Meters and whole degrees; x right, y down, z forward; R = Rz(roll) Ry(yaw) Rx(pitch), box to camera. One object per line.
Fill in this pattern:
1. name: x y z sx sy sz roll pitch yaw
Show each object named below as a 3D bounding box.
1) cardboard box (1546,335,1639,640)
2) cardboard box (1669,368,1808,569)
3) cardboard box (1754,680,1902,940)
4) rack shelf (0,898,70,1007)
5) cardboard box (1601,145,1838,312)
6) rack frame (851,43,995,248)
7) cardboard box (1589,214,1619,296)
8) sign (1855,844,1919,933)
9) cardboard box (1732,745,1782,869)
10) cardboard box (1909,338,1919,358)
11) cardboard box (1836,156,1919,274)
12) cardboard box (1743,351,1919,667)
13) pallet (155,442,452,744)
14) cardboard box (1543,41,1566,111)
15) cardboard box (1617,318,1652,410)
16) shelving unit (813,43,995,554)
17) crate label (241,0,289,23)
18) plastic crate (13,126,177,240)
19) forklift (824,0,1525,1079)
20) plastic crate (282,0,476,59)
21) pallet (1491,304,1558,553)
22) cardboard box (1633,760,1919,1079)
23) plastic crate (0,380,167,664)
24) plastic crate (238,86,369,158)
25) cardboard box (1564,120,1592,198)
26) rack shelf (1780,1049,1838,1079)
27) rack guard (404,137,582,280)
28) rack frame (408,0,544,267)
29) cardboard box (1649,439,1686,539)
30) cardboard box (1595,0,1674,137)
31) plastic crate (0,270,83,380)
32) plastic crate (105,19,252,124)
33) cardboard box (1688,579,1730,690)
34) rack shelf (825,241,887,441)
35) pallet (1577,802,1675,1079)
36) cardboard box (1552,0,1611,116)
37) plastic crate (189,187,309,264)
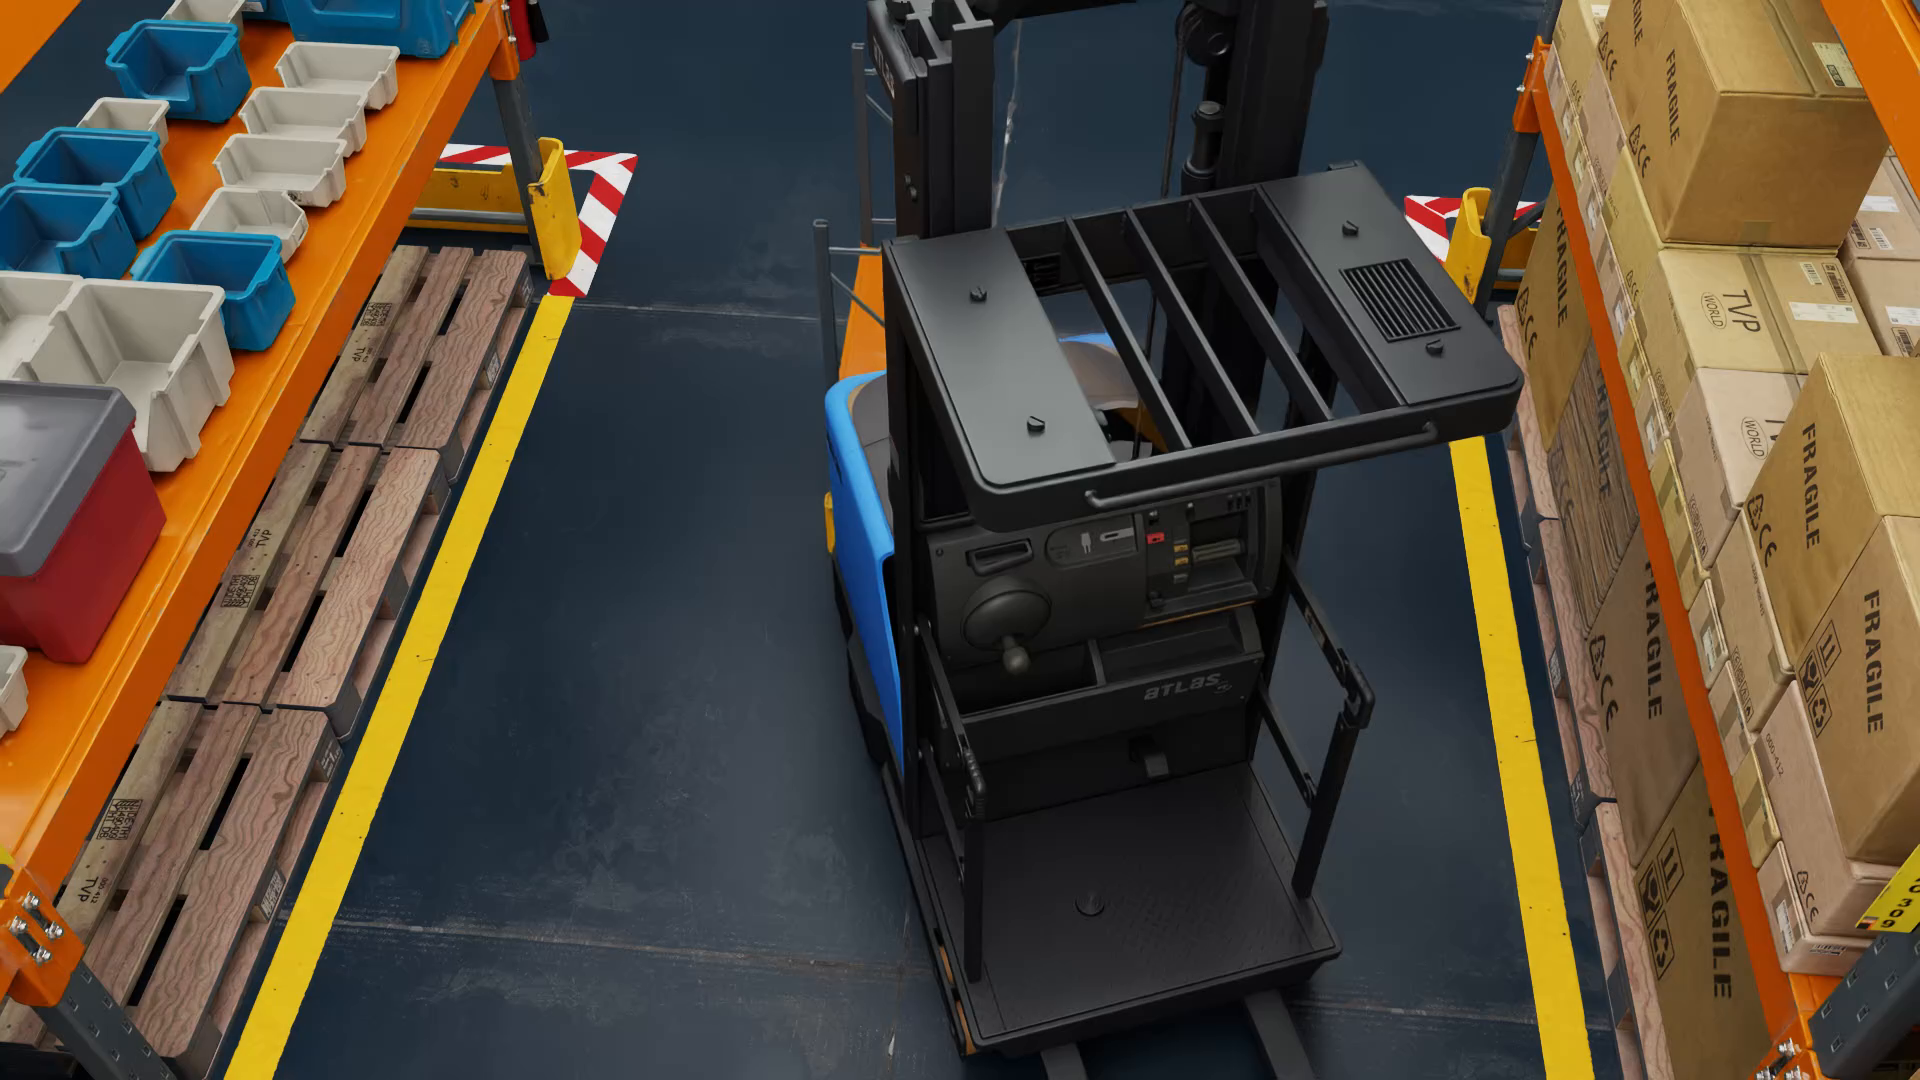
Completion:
1. cardboard box: 2.590 -0.242 5.594 0.875 0.875 0.875 4 48 4
2. cardboard box: 2.157 -0.169 4.272 0.500 0.250 0.500 5 48 4
3. cardboard box: 2.066 0.586 3.581 0.500 0.250 0.500 3 48 3
4. rack shelf: -2.828 2.357 2.549 1.077 0.370 4.000 4 48 4
5. cardboard box: 2.249 -0.925 4.963 0.500 0.250 0.500 2 48 2
6. rack frame: -0.127 -1.204 6.335 0.500 1.500 0.032 3 48 3
7. cardboard box: 2.199 -0.883 5.195 0.380 0.149 0.250 3 48 3
8. sign: 1.734 0.623 3.007 0.100 0.325 0.005 4 48 4
9. cardboard box: 2.012 0.627 3.814 0.380 0.149 0.250 5 48 4
10. cardboard box: 2.681 -0.404 3.978 0.500 0.500 0.500 3 48 2
11. cardboard box: 2.779 -0.891 4.932 0.500 0.250 0.500 2 48 2
12. cardboard box: 2.113 -0.049 3.654 0.500 0.500 0.500 4 48 4
13. pallet: -2.508 0.144 5.975 1.003 0.211 1.213 4 48 4
14. cardboard box: 2.291 -1.638 5.886 0.380 0.149 0.250 4 48 4
15. cardboard box: 2.152 -0.508 4.852 0.380 0.149 0.250 3 48 3
16. shelving unit: -0.163 -0.837 5.999 0.587 1.500 1.083 3 48 3
17. crate label: -2.631 -2.099 6.210 0.416 0.233 0.303 4 48 4
18. plastic crate: -2.751 -1.131 5.325 0.416 0.233 0.300 4 48 4
19. forklift: 0.440 0.182 4.097 1.130 2.935 3.031 -12 49 -10
20. plastic crate: -2.125 -2.068 6.044 0.616 0.435 0.499 4 48 4
21. pallet: 2.657 -0.427 6.498 1.003 0.211 1.213 4 48 4
22. cardboard box: 2.427 1.074 4.391 0.875 0.875 0.875 4 48 4
23. plastic crate: -2.314 -0.036 4.166 0.402 0.464 0.583 4 48 4
24. plastic crate: -2.216 -1.402 5.638 0.396 0.136 0.243 4 48 4
25. cardboard box: 2.246 -1.261 5.541 0.380 0.149 0.250 3 48 3
26. rack shelf: 2.105 2.690 2.244 1.077 0.370 4.000 4 48 4
27. rack guard: -2.291 -1.469 7.255 1.175 0.500 0.348 4 48 4
28. rack frame: -2.281 -2.295 6.316 1.000 3.000 0.127 4 48 4
29. cardboard box: 2.105 -0.128 4.504 0.380 0.149 0.250 3 48 3
30. cardboard box: 2.293 -1.562 5.038 0.500 0.500 0.500 3 48 3
31. plastic crate: -2.786 -0.586 4.891 0.293 0.136 0.466 4 48 4
32. plastic crate: -2.691 -1.615 5.767 0.416 0.233 0.300 4 48 4
33. cardboard box: 2.059 0.250 4.159 0.380 0.149 0.250 5 48 4
34. rack shelf: -0.164 -0.709 6.125 0.538 0.185 1.000 3 48 3
35. pallet: 2.434 1.366 4.858 1.003 0.211 1.213 4 48 4
36. cardboard box: 2.339 -1.677 5.651 0.500 0.250 0.500 3 48 2
37. plastic crate: -2.225 -0.977 5.249 0.298 0.136 0.250 4 48 4
